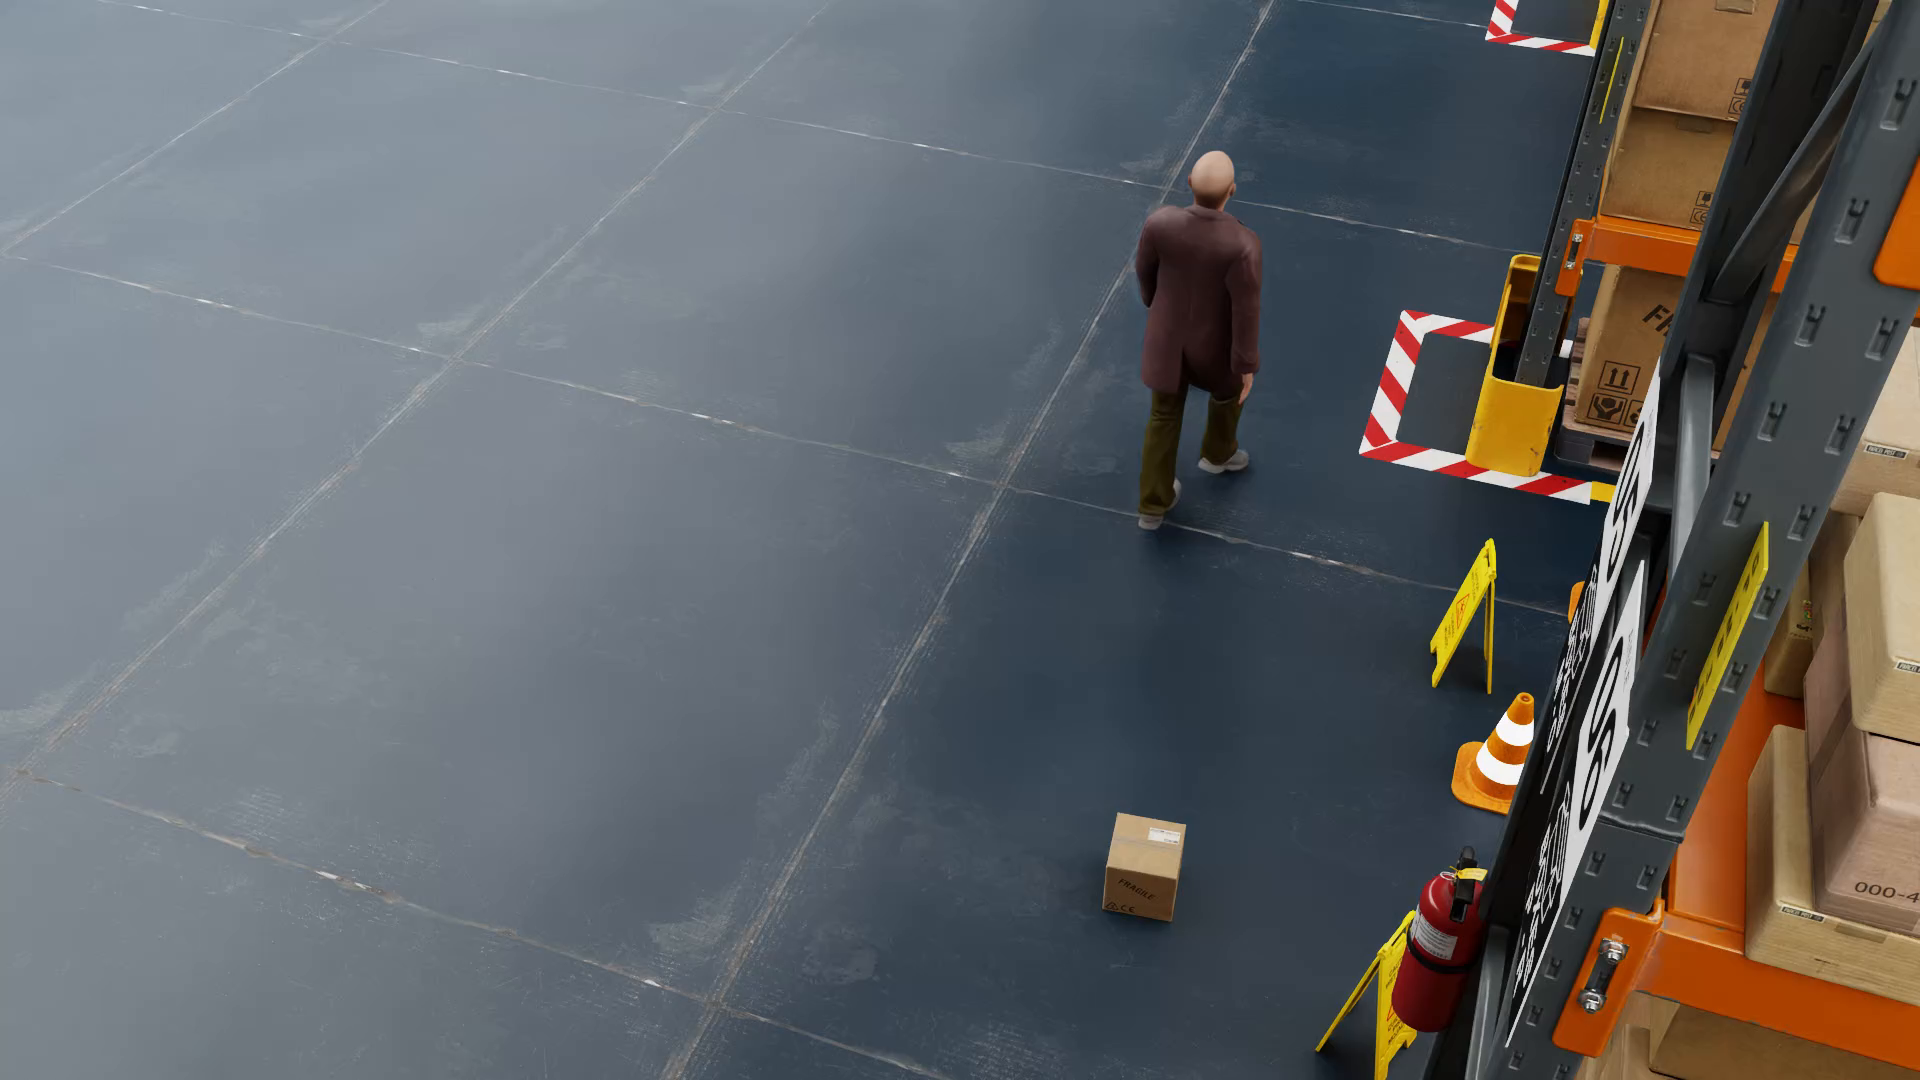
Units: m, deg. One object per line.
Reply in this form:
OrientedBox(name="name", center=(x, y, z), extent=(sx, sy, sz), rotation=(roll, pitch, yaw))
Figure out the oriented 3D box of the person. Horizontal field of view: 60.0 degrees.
OrientedBox(name="person", center=(1.047, -0.894, 7.205), extent=(0.627, 1.810, 0.815), rotation=(18, 44, 19))
